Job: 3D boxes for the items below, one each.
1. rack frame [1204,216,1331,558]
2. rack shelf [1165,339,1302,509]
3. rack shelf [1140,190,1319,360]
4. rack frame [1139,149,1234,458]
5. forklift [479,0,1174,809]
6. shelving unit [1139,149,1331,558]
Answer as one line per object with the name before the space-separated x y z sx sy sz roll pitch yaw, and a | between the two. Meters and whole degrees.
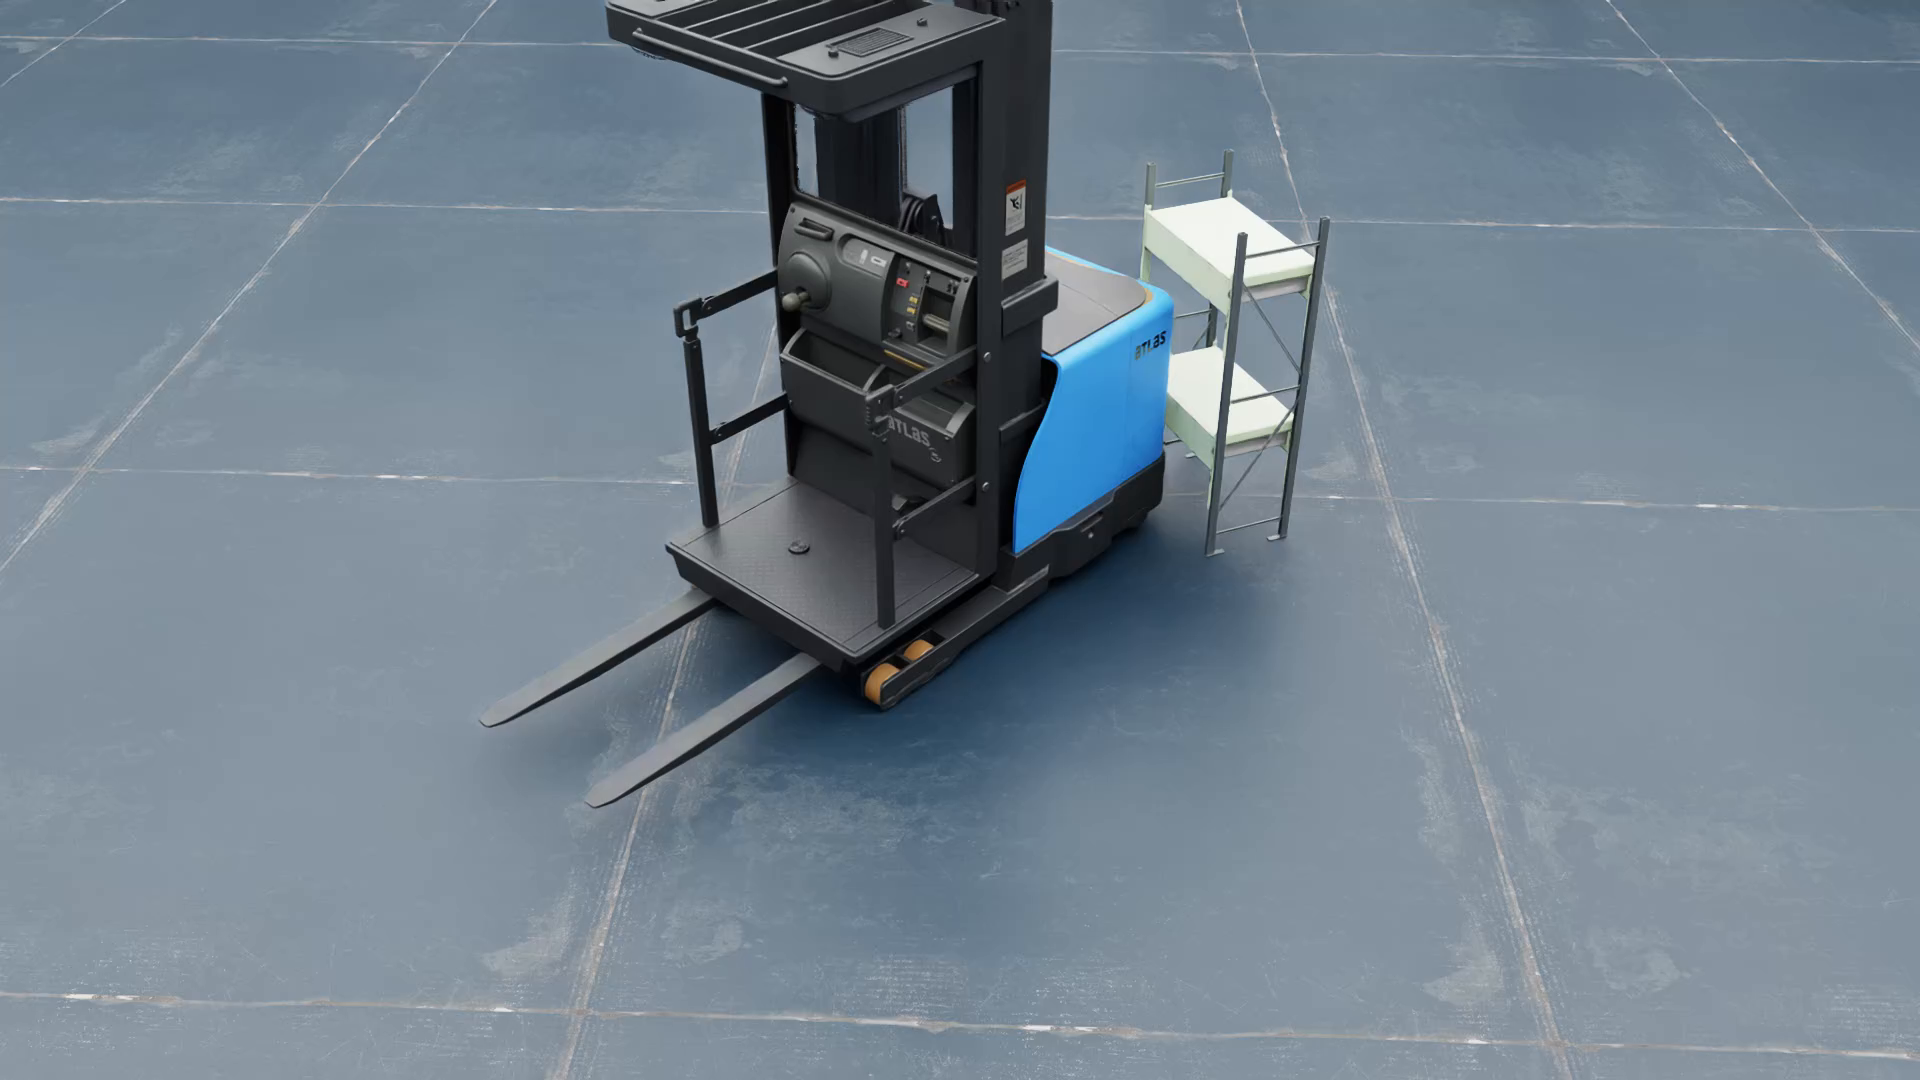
rack frame | 1.239 -0.588 6.783 0.400 1.500 0.023 -13 37 -18
rack shelf | 1.099 -0.516 7.247 0.431 0.370 0.720 -13 37 -18
rack shelf | 1.099 -1.102 6.835 0.431 0.370 0.720 -13 37 -18
rack frame | 0.959 -0.977 7.336 0.400 1.500 0.023 -13 37 -18
forklift | -0.462 -0.891 5.969 1.130 2.935 3.031 27 43 33
shelving unit | 1.099 -0.783 7.059 0.431 1.500 0.755 -13 37 -18
